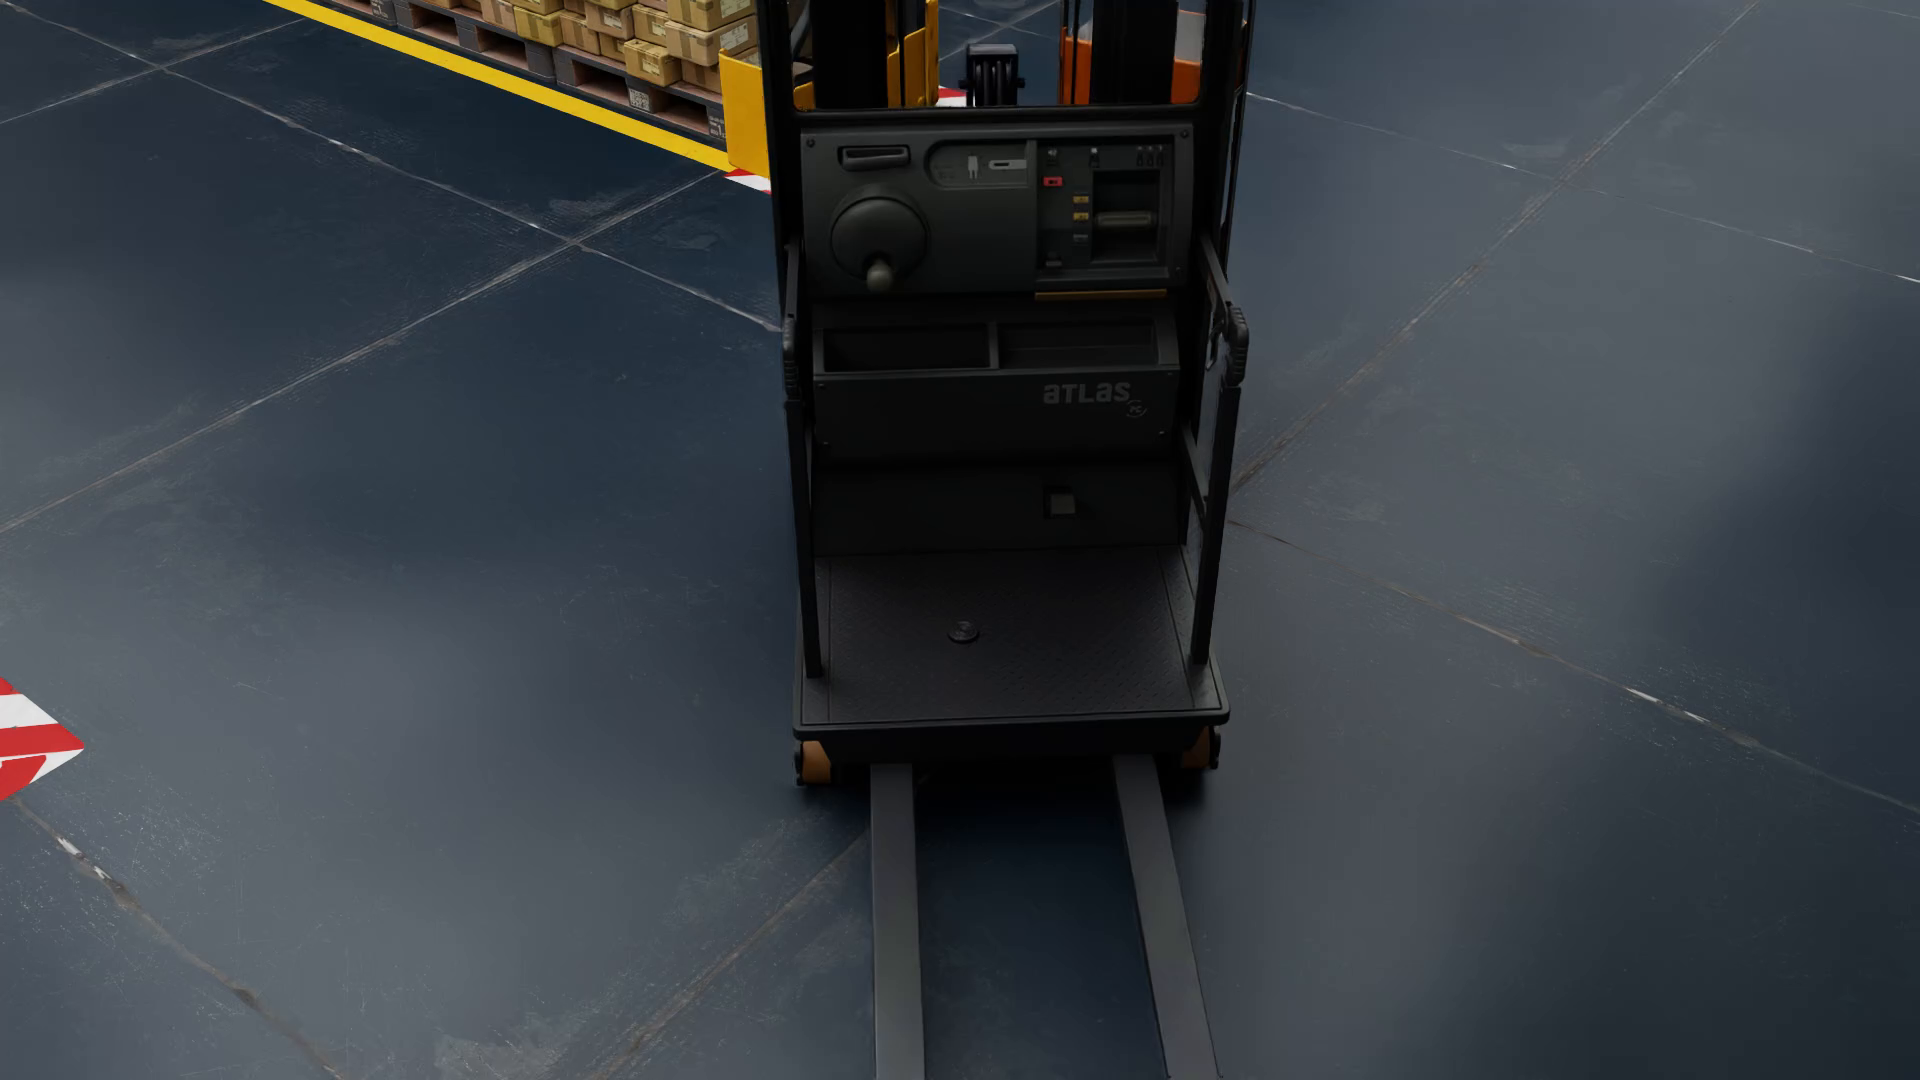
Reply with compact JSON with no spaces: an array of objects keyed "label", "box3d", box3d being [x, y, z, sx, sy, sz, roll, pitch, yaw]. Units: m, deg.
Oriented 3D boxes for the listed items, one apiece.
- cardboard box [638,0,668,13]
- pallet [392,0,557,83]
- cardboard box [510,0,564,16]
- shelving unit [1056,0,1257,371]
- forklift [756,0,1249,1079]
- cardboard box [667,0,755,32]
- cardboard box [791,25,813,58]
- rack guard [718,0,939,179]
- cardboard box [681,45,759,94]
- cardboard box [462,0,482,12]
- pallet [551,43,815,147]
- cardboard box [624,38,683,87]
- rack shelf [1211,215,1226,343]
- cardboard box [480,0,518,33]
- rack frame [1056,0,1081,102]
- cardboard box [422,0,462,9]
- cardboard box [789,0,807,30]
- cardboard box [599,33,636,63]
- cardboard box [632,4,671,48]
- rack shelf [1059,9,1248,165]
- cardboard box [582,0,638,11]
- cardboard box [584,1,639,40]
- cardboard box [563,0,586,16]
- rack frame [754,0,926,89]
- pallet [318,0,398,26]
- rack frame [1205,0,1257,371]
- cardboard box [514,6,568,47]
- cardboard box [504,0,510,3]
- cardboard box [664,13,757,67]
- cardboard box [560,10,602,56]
[{"label":"cardboard box","box3d":[-1.245,-2.530,7.537,0.250,0.149,0.380,26,45,29]},{"label":"pallet","box3d":[-2.155,-2.766,8.611,1.213,0.211,1.003,25,45,29]},{"label":"cardboard box","box3d":[-1.931,-2.656,7.939,0.250,0.149,0.380,26,45,29]},{"label":"shelving unit","box3d":[0.626,-1.451,5.400,0.503,2.100,0.431,18,42,22]},{"label":"forklift","box3d":[0.105,-0.716,3.787,1.130,2.935,3.031,-2,38,-2]},{"label":"cardboard box","box3d":[-1.080,-2.408,7.381,0.250,0.149,0.380,26,45,29]},{"label":"cardboard box","box3d":[-0.727,-2.452,7.921,0.250,0.149,0.380,26,45,29]},{"label":"rack guard","box3d":[-0.566,-2.101,7.527,0.348,0.500,1.175,25,45,29]},{"label":"cardboard box","box3d":[-1.051,-2.194,7.591,0.250,0.149,0.380,26,45,29]},{"label":"cardboard box","box3d":[-2.279,-2.777,8.335,0.250,0.149,0.380,27,45,30]},{"label":"pallet","box3d":[-1.190,-2.308,8.027,1.213,0.211,1.003,25,45,29]},{"label":"cardboard box","box3d":[-1.316,-2.241,7.651,0.250,0.149,0.380,27,45,30]},{"label":"rack shelf","box3d":[0.626,-0.889,5.840,0.480,0.518,0.431,18,42,22]},{"label":"cardboard box","box3d":[-2.123,-2.645,8.167,0.250,0.149,0.380,26,45,29]},{"label":"rack frame","box3d":[0.410,-1.521,5.490,0.015,2.100,0.400,18,42,22]},{"label":"cardboard box","box3d":[-2.534,-2.837,8.413,0.250,0.149,0.380,24,44,27]},{"label":"cardboard box","box3d":[-0.766,-2.538,7.789,0.250,0.149,0.380,27,46,30]},{"label":"cardboard box","box3d":[-1.474,-2.382,7.831,0.250,0.149,0.380,25,44,28]},{"label":"cardboard box","box3d":[-1.273,-2.398,7.611,0.250,0.149,0.380,24,44,28]},{"label":"rack shelf","box3d":[0.626,-1.440,5.409,0.480,0.518,0.431,18,42,22]},{"label":"cardboard box","box3d":[-1.528,-2.565,7.582,0.250,0.149,0.380,24,44,28]},{"label":"cardboard box","box3d":[-1.512,-2.468,7.700,0.250,0.149,0.380,23,44,27]},{"label":"cardboard box","box3d":[-1.663,-2.619,7.893,0.250,0.149,0.380,25,44,28]},{"label":"rack frame","box3d":[-0.506,-3.056,6.720,0.127,3.000,1.000,25,45,29]},{"label":"pallet","box3d":[-3.128,-3.222,9.194,1.213,0.211,1.003,25,45,29]},{"label":"rack frame","box3d":[0.841,-1.381,5.310,0.015,2.100,0.400,18,42,22]},{"label":"cardboard box","box3d":[-1.919,-2.533,8.024,0.250,0.149,0.380,23,44,27]},{"label":"cardboard box","box3d":[-2.124,-2.761,8.073,0.250,0.149,0.380,28,46,31]},{"label":"cardboard box","box3d":[-1.098,-2.274,7.452,0.250,0.149,0.380,24,44,27]},{"label":"cardboard box","box3d":[-1.678,-2.468,7.941,0.250,0.149,0.380,26,45,29]}]
